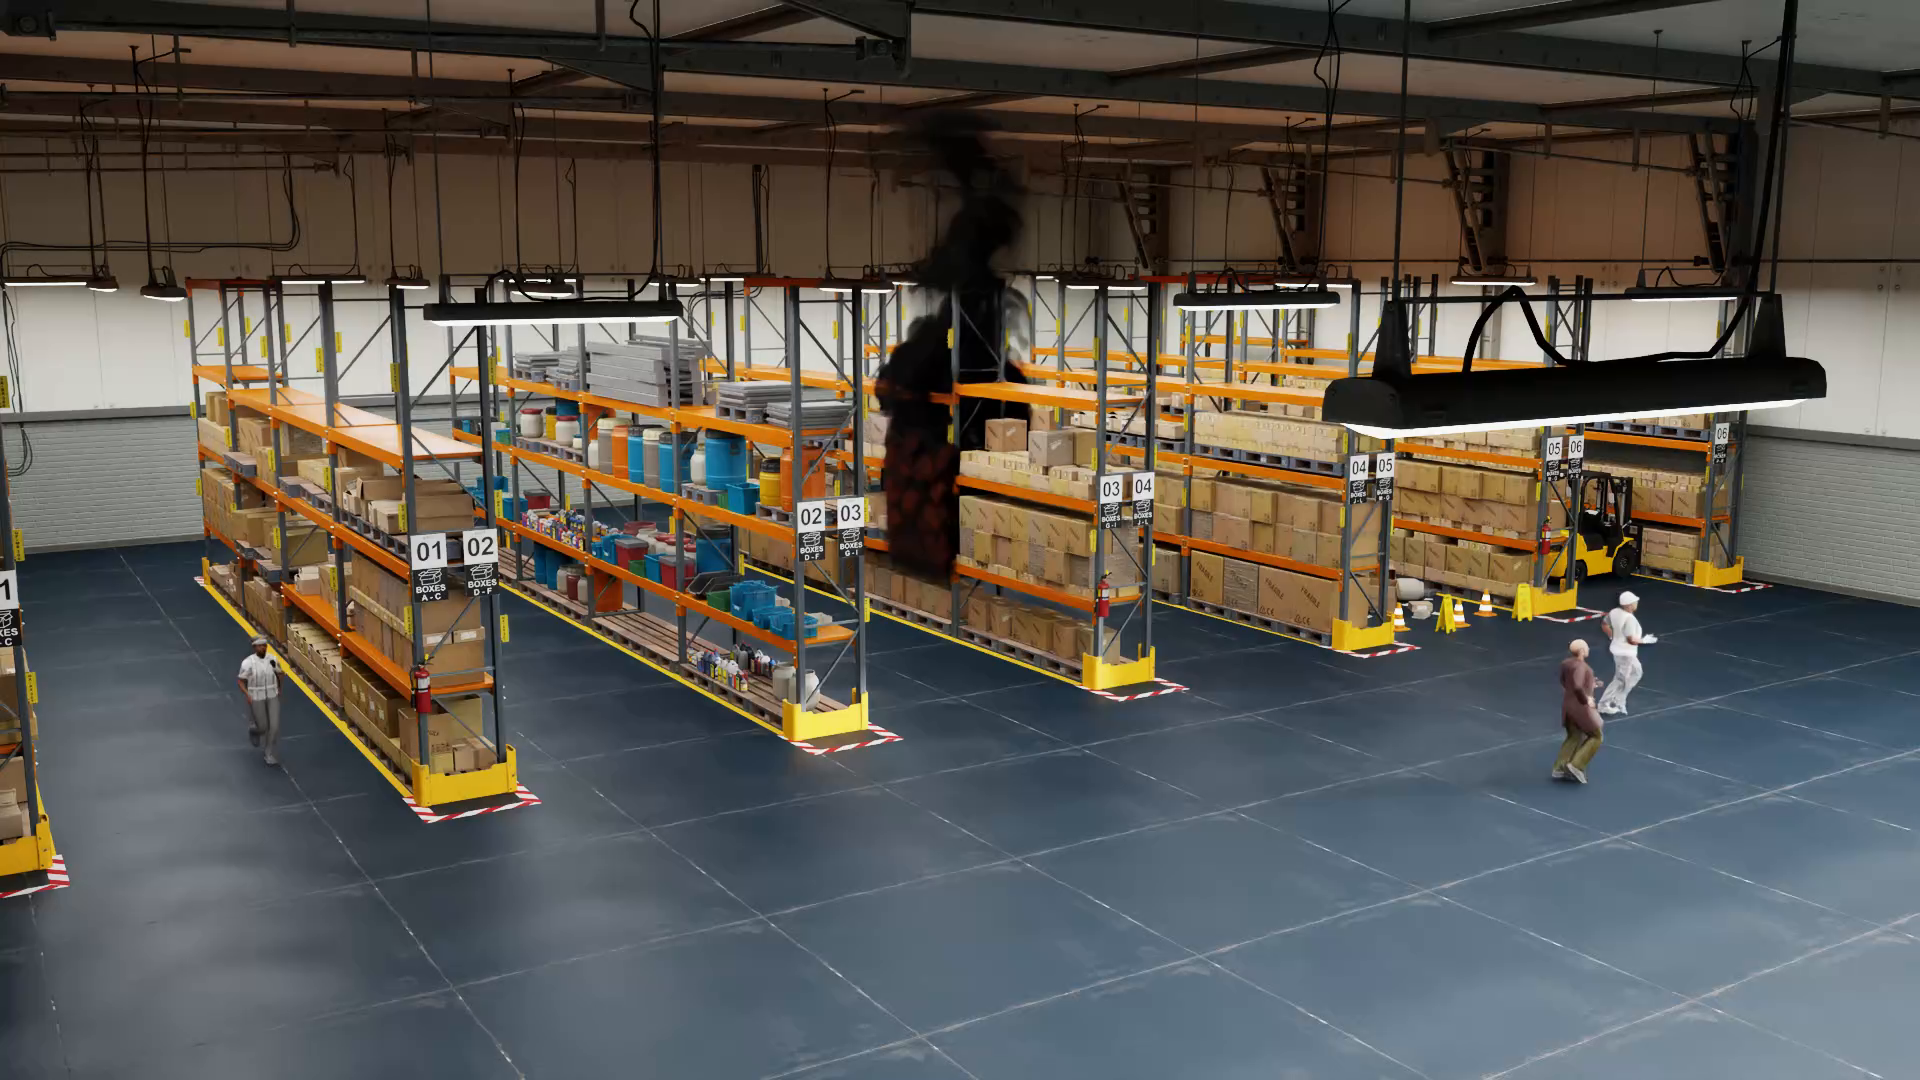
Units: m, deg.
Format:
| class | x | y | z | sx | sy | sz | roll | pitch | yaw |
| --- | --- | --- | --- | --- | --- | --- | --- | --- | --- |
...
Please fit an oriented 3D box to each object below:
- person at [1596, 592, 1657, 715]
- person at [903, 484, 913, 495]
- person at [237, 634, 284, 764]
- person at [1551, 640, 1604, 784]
| class | x | y | z | sx | sy | sz | roll | pitch | yaw |
| --- | --- | --- | --- | --- | --- | --- | --- | --- | --- |
| person | 9.291 | 1.603 | 23.182 | 0.720 | 1.802 | 0.653 | 1 | 10 | 7 |
| person | -1.430 | -1.685 | 42.718 | 0.580 | 1.745 | 0.669 | -6 | 11 | -31 |
| person | -8.887 | 1.997 | 21.208 | 0.575 | 1.662 | 0.589 | -8 | 12 | -38 |
| person | 7.604 | 2.104 | 20.349 | 0.676 | 1.810 | 0.699 | -2 | 10 | -10 |
